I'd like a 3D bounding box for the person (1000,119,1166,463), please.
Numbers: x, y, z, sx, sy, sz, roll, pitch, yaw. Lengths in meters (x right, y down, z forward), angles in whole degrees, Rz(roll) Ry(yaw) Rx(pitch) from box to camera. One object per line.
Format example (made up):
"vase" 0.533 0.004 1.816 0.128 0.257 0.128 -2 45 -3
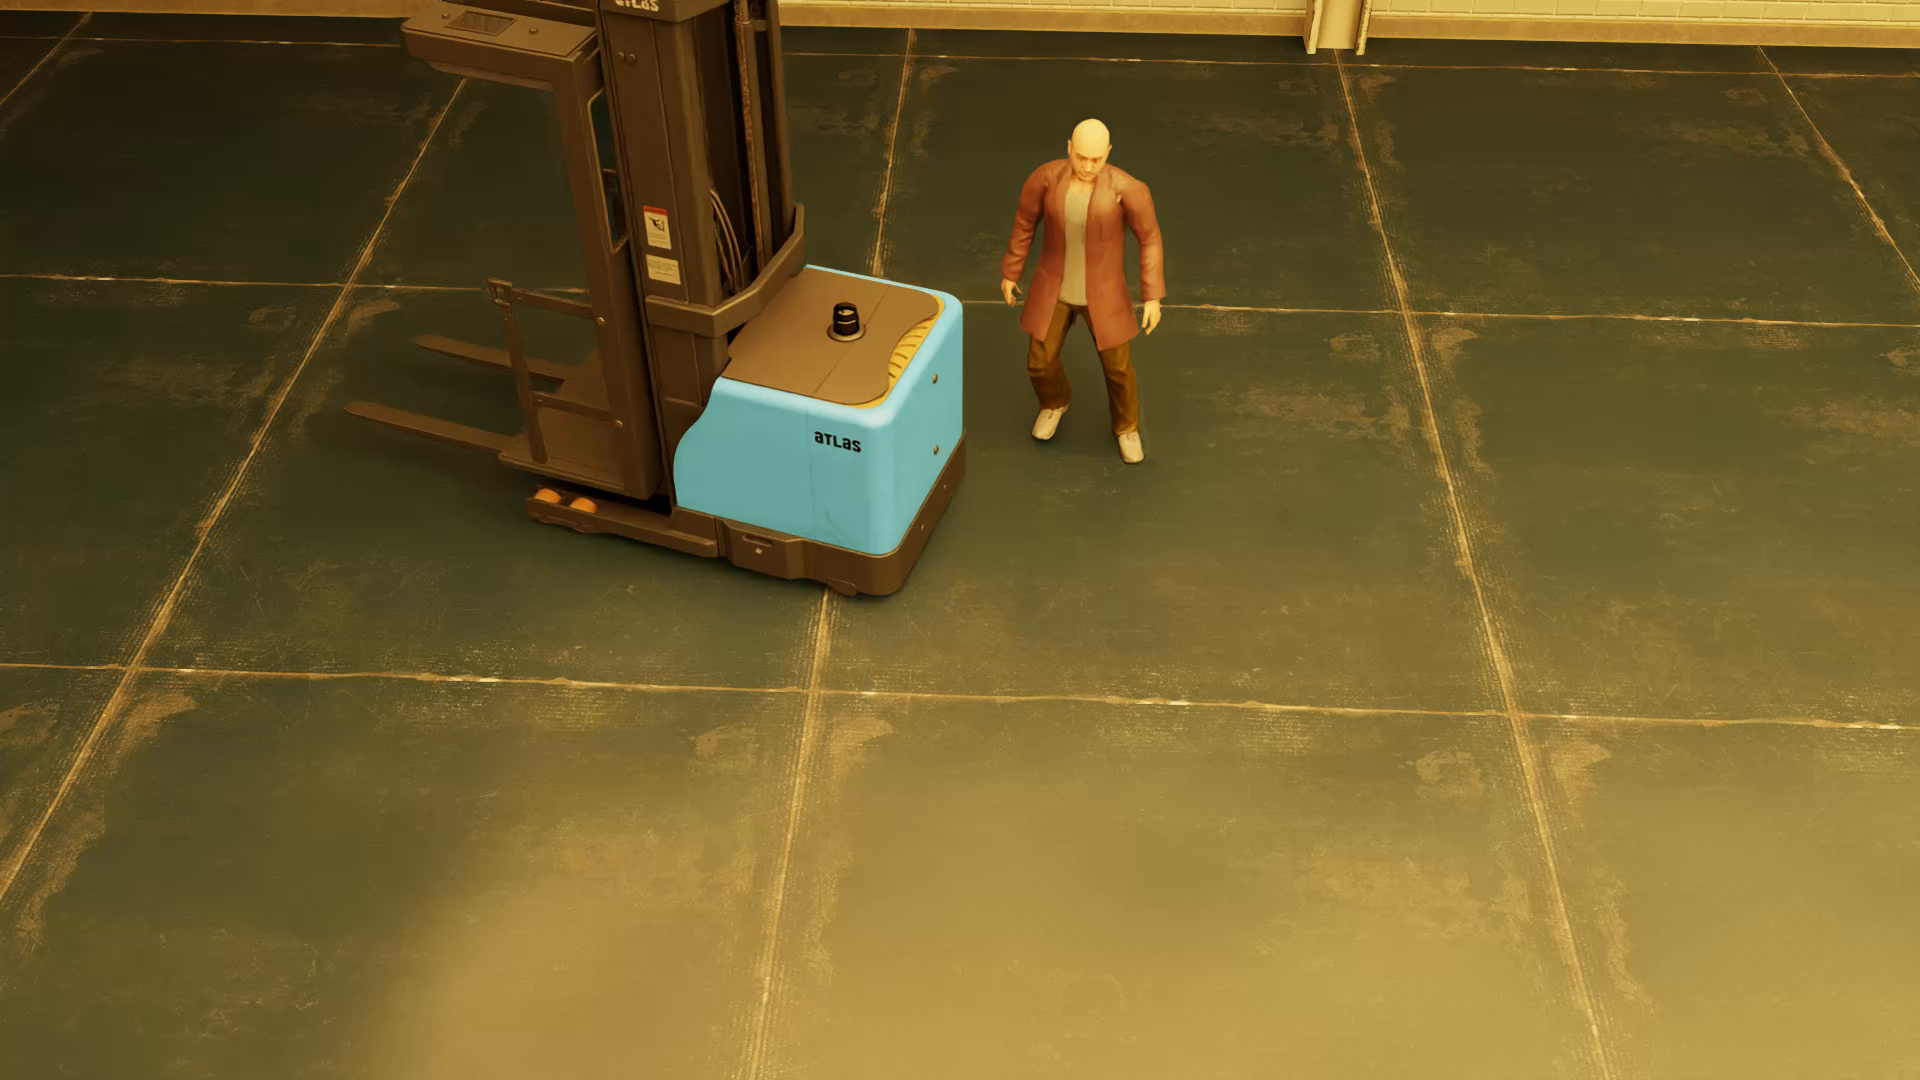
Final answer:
"person" 0.573 -1.183 7.912 0.826 1.750 0.426 12 44 13

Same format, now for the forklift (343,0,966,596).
"forklift" -1.546 -1.437 7.316 3.031 2.935 1.130 14 44 15
